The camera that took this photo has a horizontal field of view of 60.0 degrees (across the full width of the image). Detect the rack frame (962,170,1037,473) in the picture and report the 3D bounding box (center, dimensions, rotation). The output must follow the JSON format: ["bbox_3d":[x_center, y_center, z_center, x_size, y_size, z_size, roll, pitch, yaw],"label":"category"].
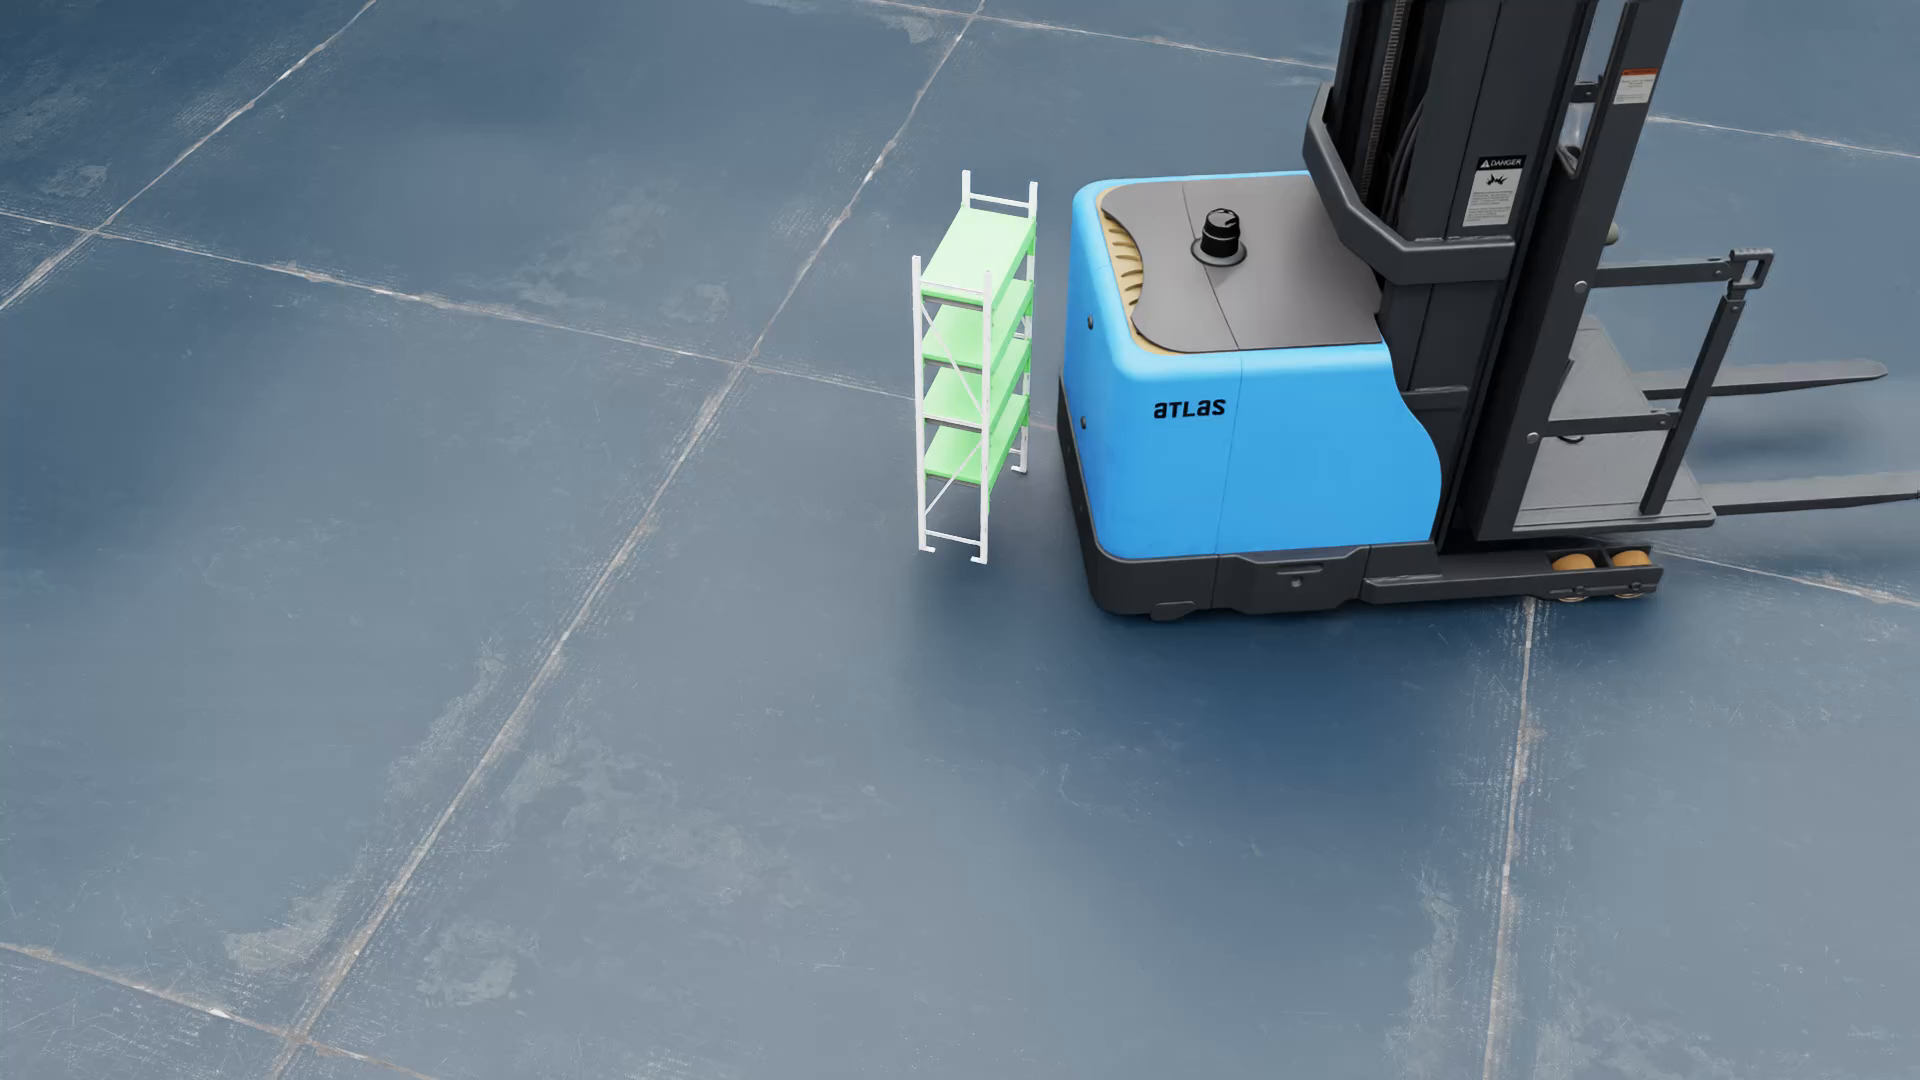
[{"bbox_3d":[0.124,-0.702,5.609,0.240,1.200,0.015,13,46,12],"label":"rack frame"}]

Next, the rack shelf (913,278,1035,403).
[{"bbox_3d":[0.050,-0.665,5.320,0.258,0.148,0.480,13,46,12],"label":"rack shelf"}]

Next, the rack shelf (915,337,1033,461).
[{"bbox_3d":[0.050,-0.494,5.488,0.258,0.148,0.480,13,46,12],"label":"rack shelf"}]

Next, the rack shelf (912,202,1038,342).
[{"bbox_3d":[0.050,-0.837,5.152,0.258,0.148,0.480,13,46,12],"label":"rack shelf"}]

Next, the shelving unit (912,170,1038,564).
[{"bbox_3d":[0.050,-0.539,5.443,0.258,1.200,0.503,13,46,12],"label":"shelving unit"}]

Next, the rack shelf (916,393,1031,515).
[{"bbox_3d":[0.050,-0.322,5.656,0.258,0.148,0.480,13,46,12],"label":"rack shelf"}]

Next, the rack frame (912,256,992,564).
[{"bbox_3d":[-0.024,-0.377,5.277,0.240,1.200,0.015,13,46,12],"label":"rack frame"}]

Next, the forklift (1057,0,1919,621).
[{"bbox_3d":[1.900,-1.208,4.889,3.031,2.935,1.130,-4,44,-4],"label":"forklift"}]
